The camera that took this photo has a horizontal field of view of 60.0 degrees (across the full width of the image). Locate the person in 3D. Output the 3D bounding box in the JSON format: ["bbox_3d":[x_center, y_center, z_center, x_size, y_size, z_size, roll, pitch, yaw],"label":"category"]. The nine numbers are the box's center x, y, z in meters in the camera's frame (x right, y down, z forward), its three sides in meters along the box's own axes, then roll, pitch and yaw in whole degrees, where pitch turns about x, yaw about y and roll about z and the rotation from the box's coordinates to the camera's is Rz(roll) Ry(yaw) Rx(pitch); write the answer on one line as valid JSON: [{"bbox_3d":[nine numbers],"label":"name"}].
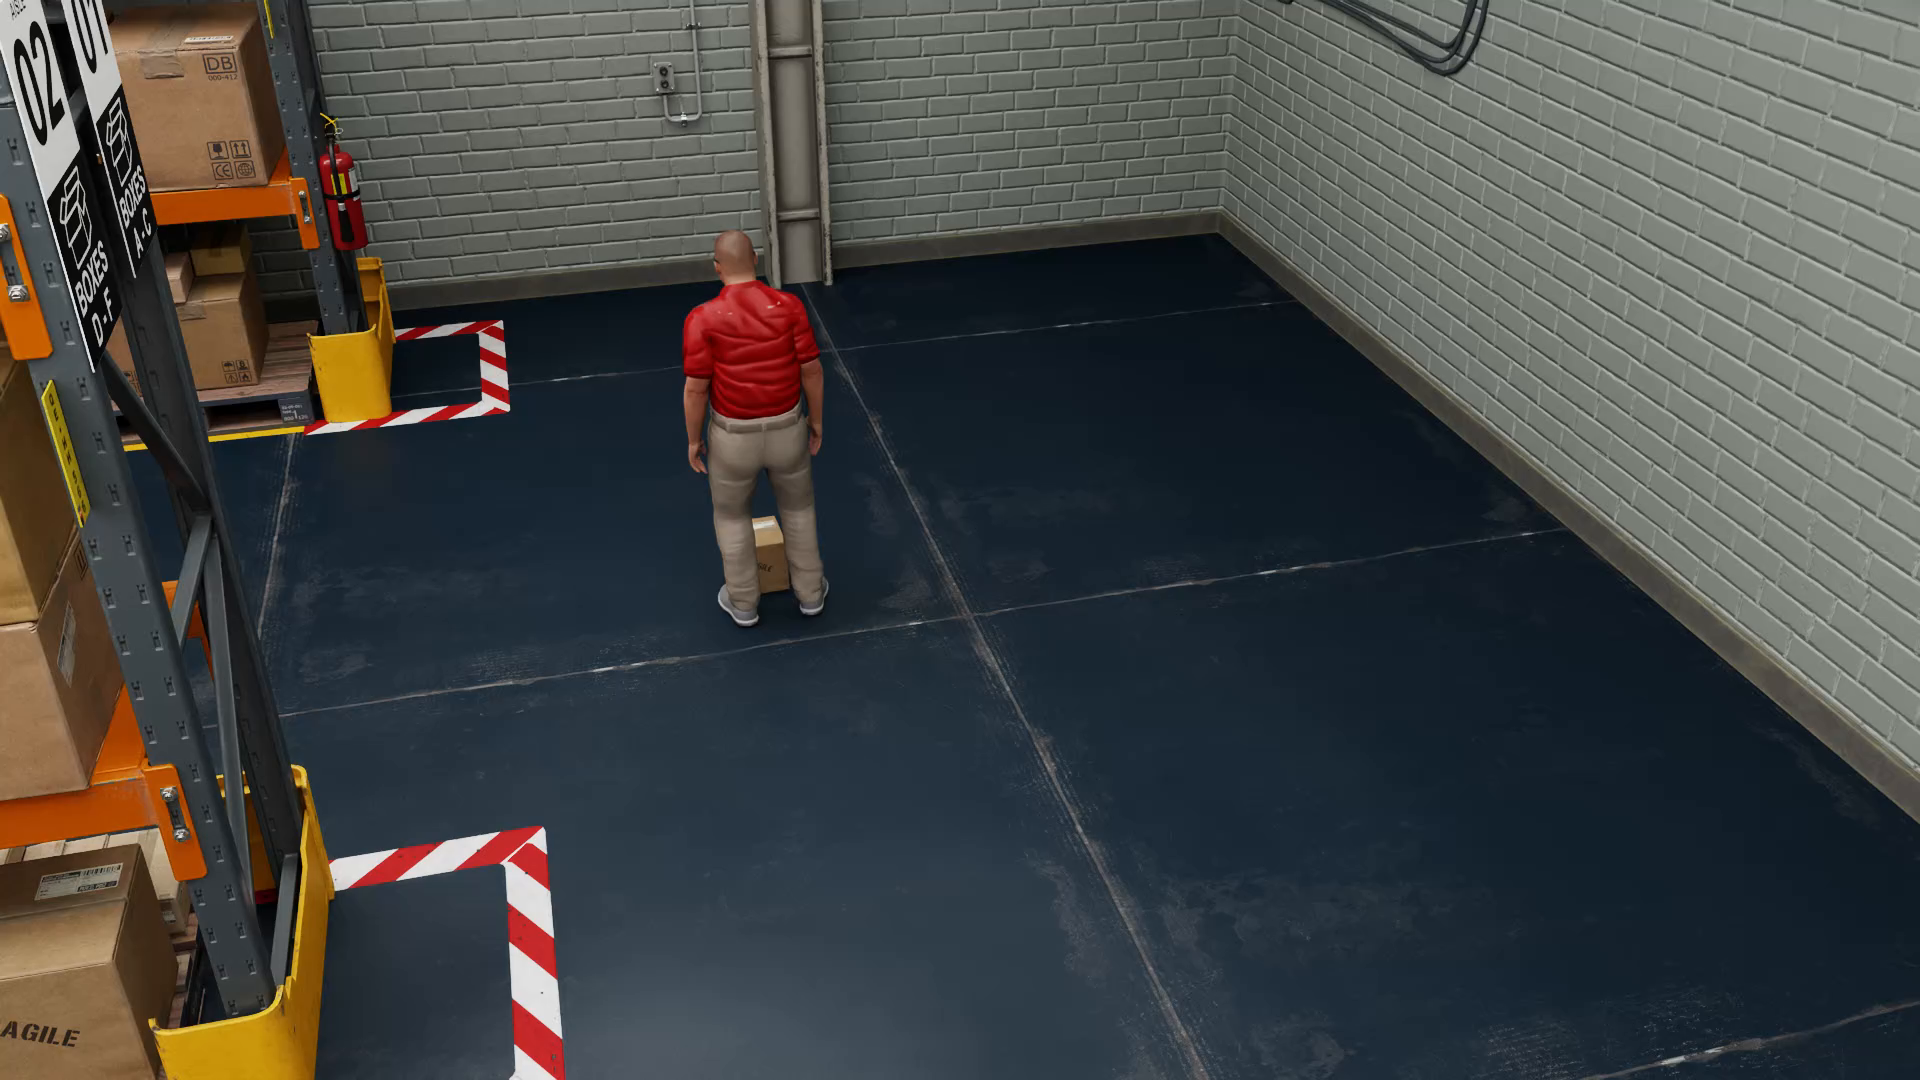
[{"bbox_3d":[-0.846,-0.405,6.931,0.596,1.637,0.393,-10,31,-16],"label":"person"}]
